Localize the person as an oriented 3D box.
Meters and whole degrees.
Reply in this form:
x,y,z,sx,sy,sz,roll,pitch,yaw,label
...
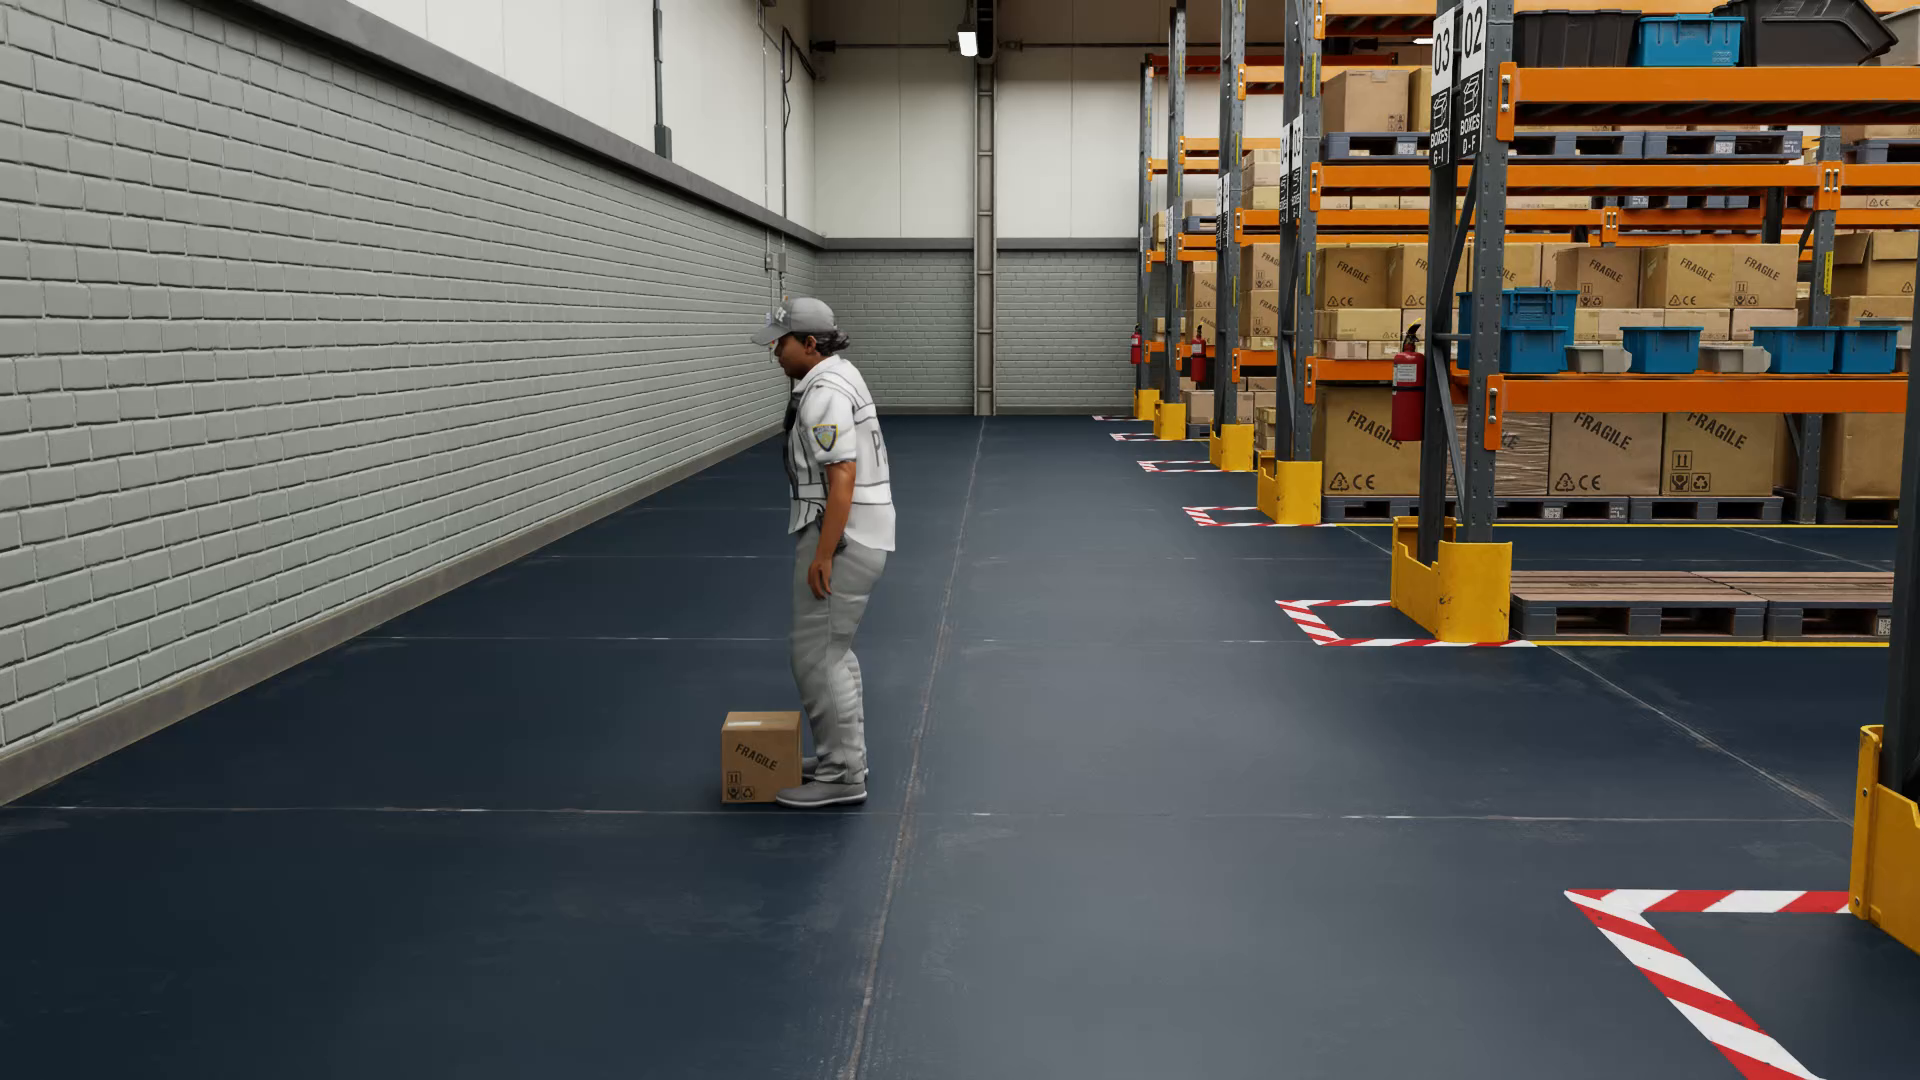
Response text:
x,y,z,sx,sy,sz,roll,pitch,yaw,label
-0.449,0.029,5.531,0.470,1.664,0.547,0,7,-1,person
